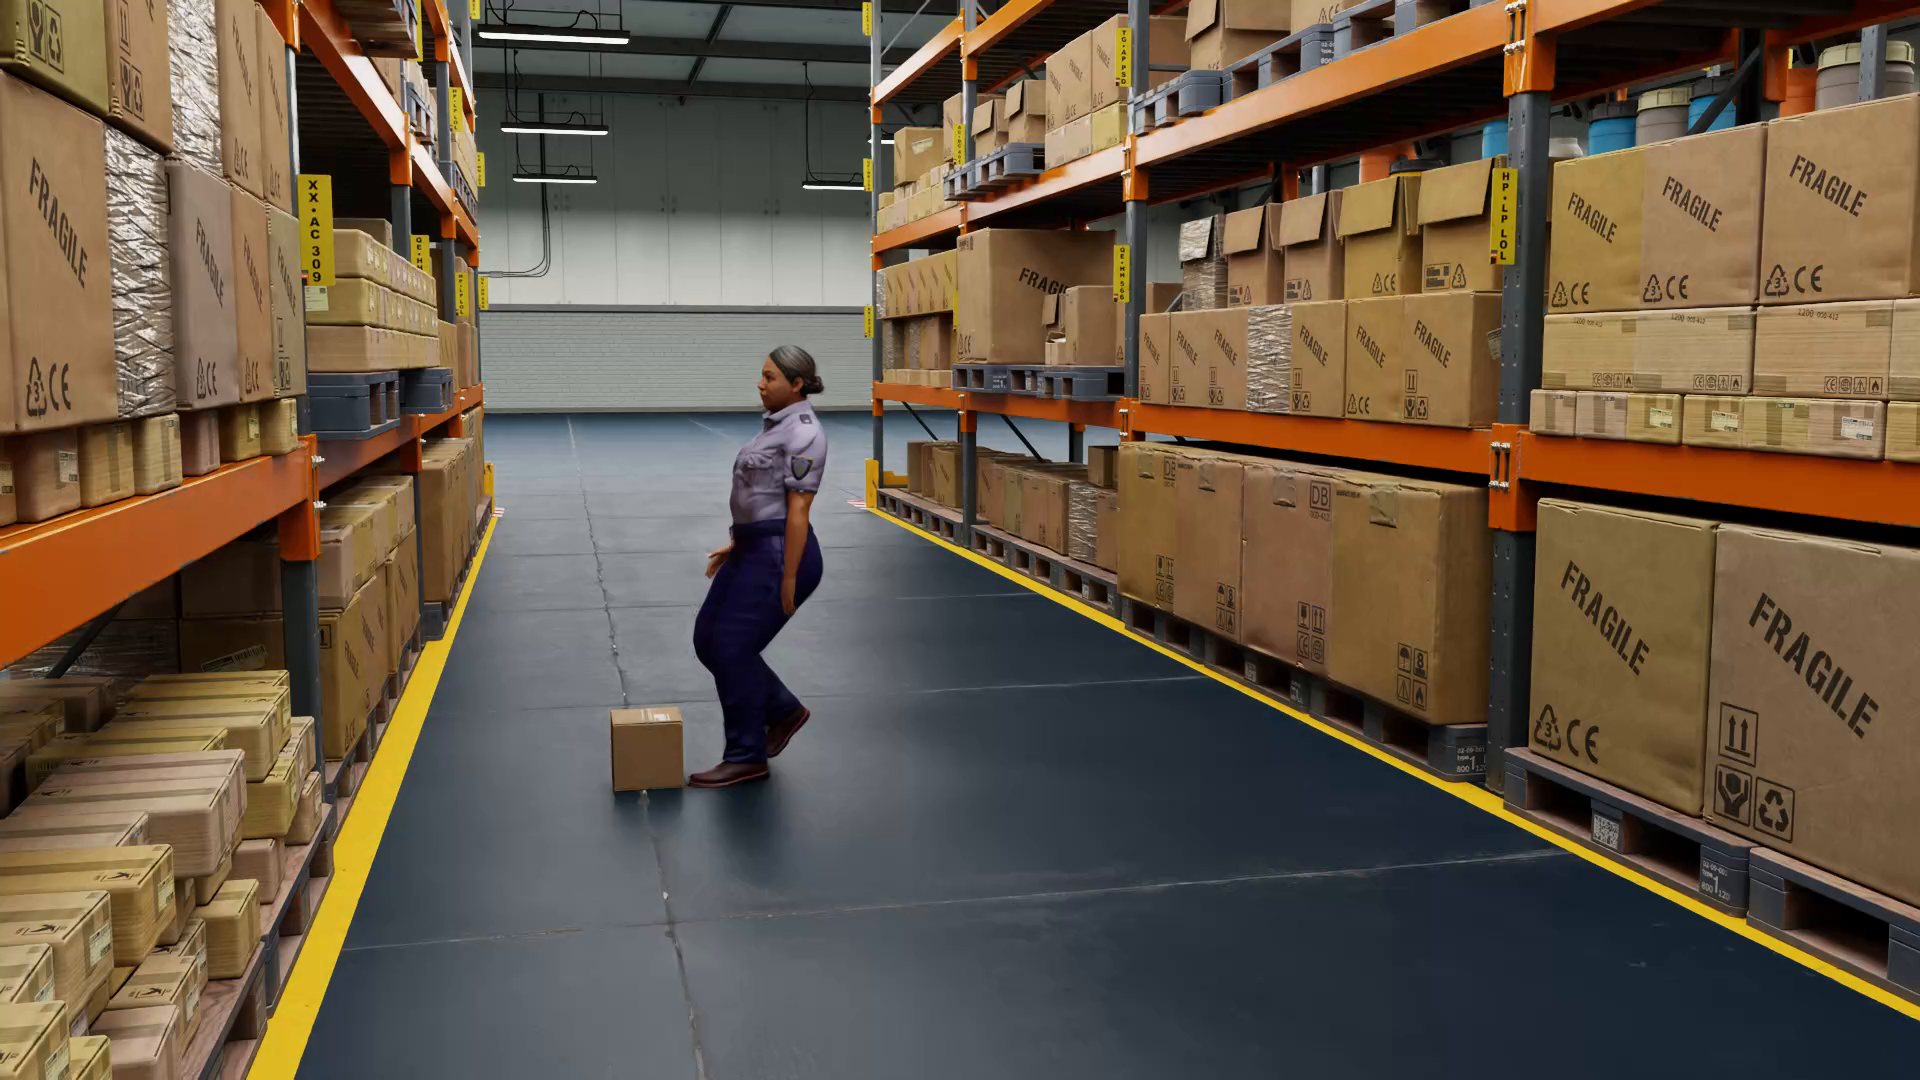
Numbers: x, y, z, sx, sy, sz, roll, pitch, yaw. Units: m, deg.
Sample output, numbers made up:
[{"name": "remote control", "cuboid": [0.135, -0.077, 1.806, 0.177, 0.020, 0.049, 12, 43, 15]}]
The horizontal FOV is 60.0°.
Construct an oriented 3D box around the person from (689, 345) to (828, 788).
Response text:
[{"name": "person", "cuboid": [-0.763, 0.095, 6.159, 0.537, 1.598, 0.496, -2, 7, -20]}]
